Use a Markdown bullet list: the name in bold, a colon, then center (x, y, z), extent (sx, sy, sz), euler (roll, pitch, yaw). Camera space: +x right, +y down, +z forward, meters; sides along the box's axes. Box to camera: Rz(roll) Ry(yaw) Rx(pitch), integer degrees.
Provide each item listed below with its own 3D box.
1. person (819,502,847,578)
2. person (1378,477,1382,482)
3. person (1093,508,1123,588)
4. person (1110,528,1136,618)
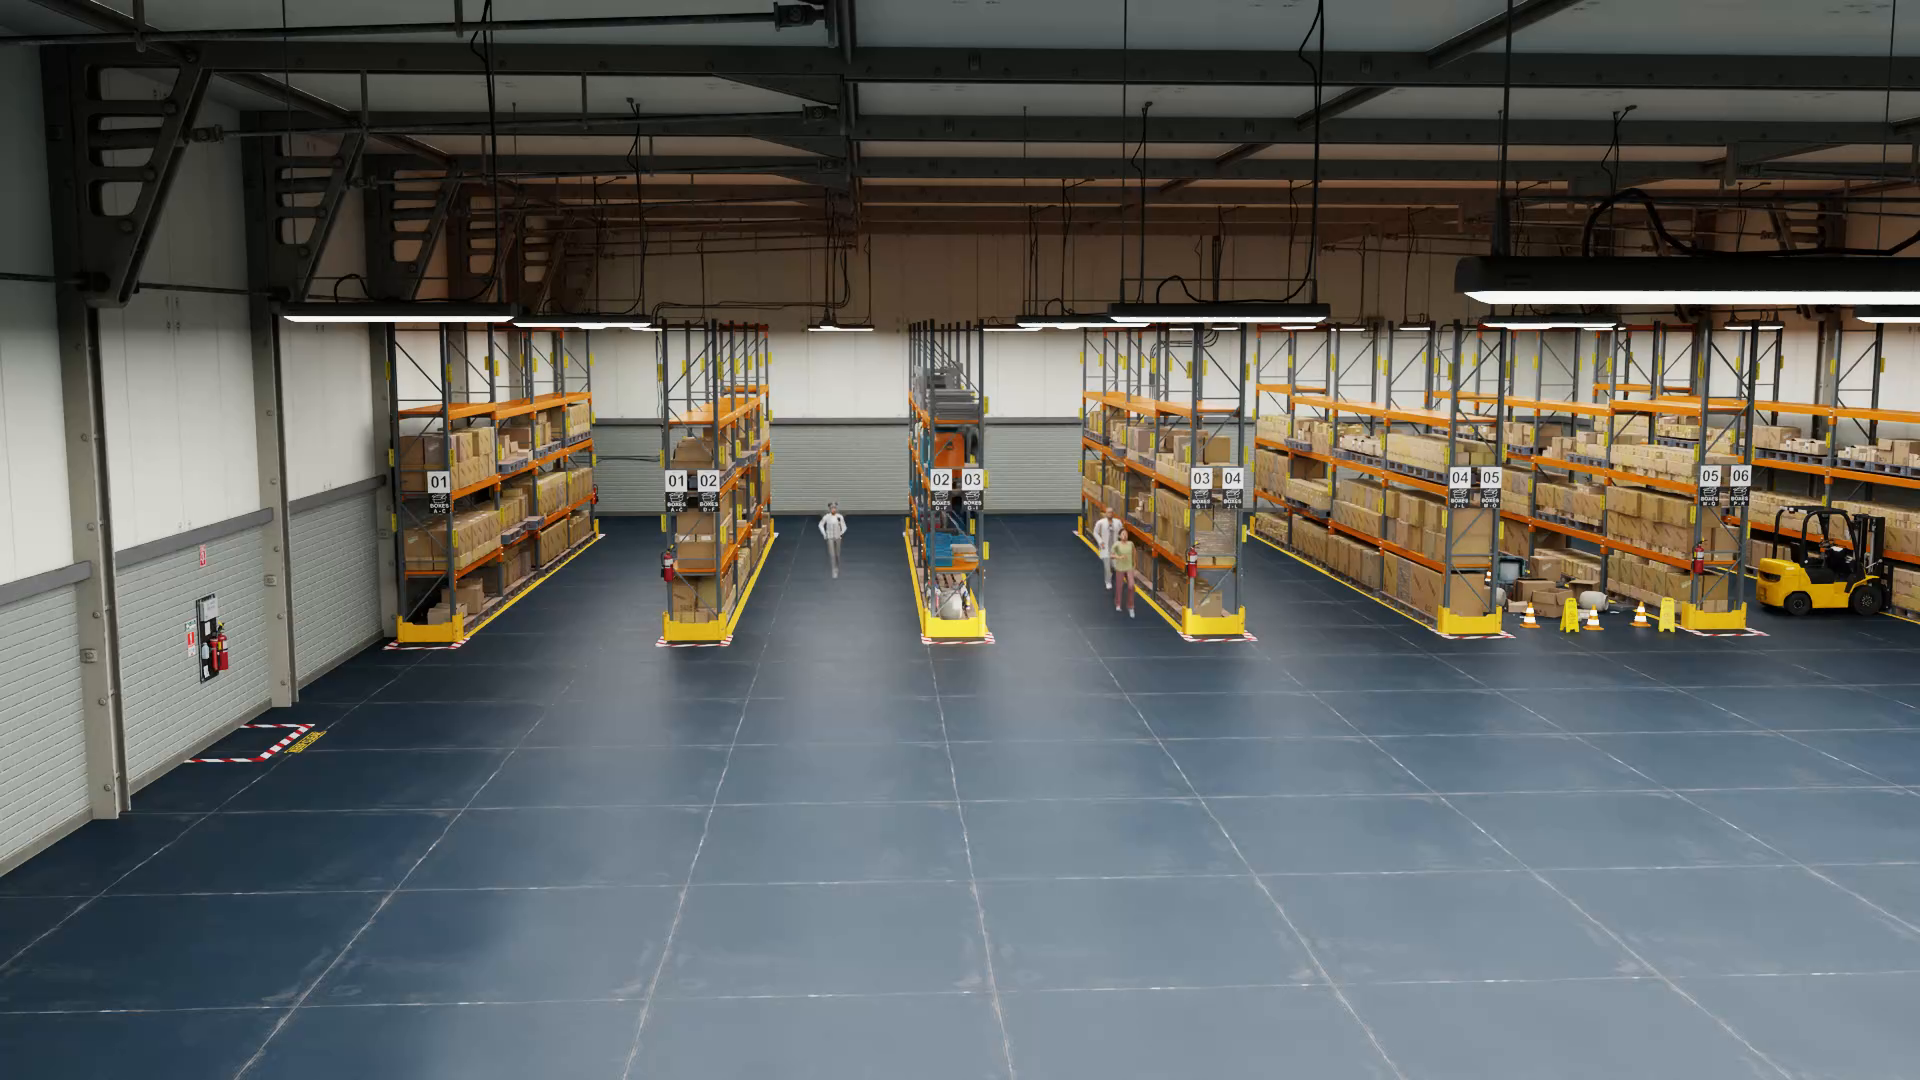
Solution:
- **person**: center (-2.867, -0.026, 37.542), extent (0.625, 1.696, 0.671), euler (-1, 7, -11)
- **person**: center (12.571, -1.193, 49.446), extent (0.740, 1.716, 0.594), euler (-1, 7, -6)
- **person**: center (3.202, 0.155, 35.864), extent (0.693, 1.737, 0.670), euler (-1, 7, -9)
- **person**: center (3.218, 0.630, 32.770), extent (0.581, 1.736, 0.684), euler (-1, 7, -10)
